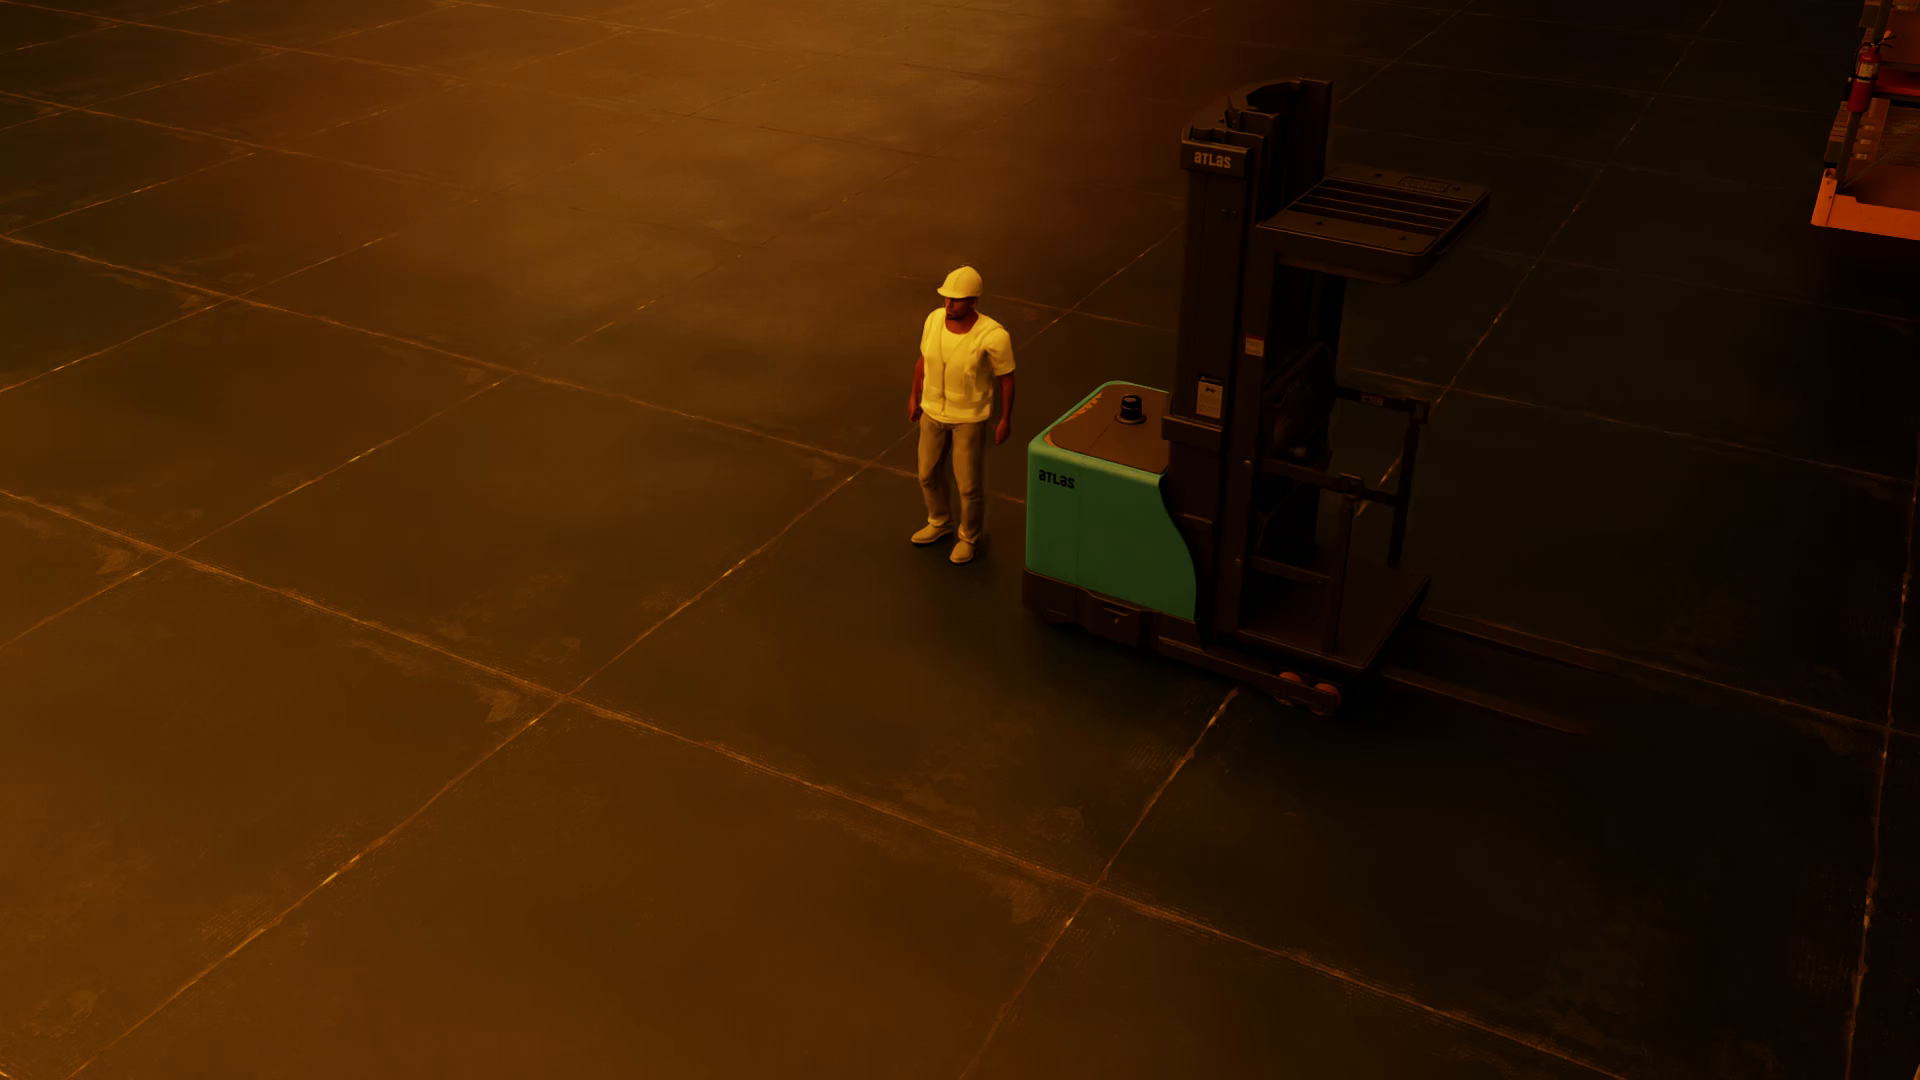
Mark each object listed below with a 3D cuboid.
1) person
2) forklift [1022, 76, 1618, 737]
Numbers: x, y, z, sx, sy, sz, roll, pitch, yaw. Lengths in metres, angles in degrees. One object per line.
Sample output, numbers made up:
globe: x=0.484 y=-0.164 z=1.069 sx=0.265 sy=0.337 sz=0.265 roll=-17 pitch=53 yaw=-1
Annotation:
person: x=-0.042 y=-0.719 z=9.520 sx=0.654 sy=1.751 sz=0.425 roll=17 pitch=34 yaw=26
forklift: x=1.870 y=-0.677 z=8.244 sx=3.031 sy=2.935 sz=1.130 roll=17 pitch=34 yaw=27
